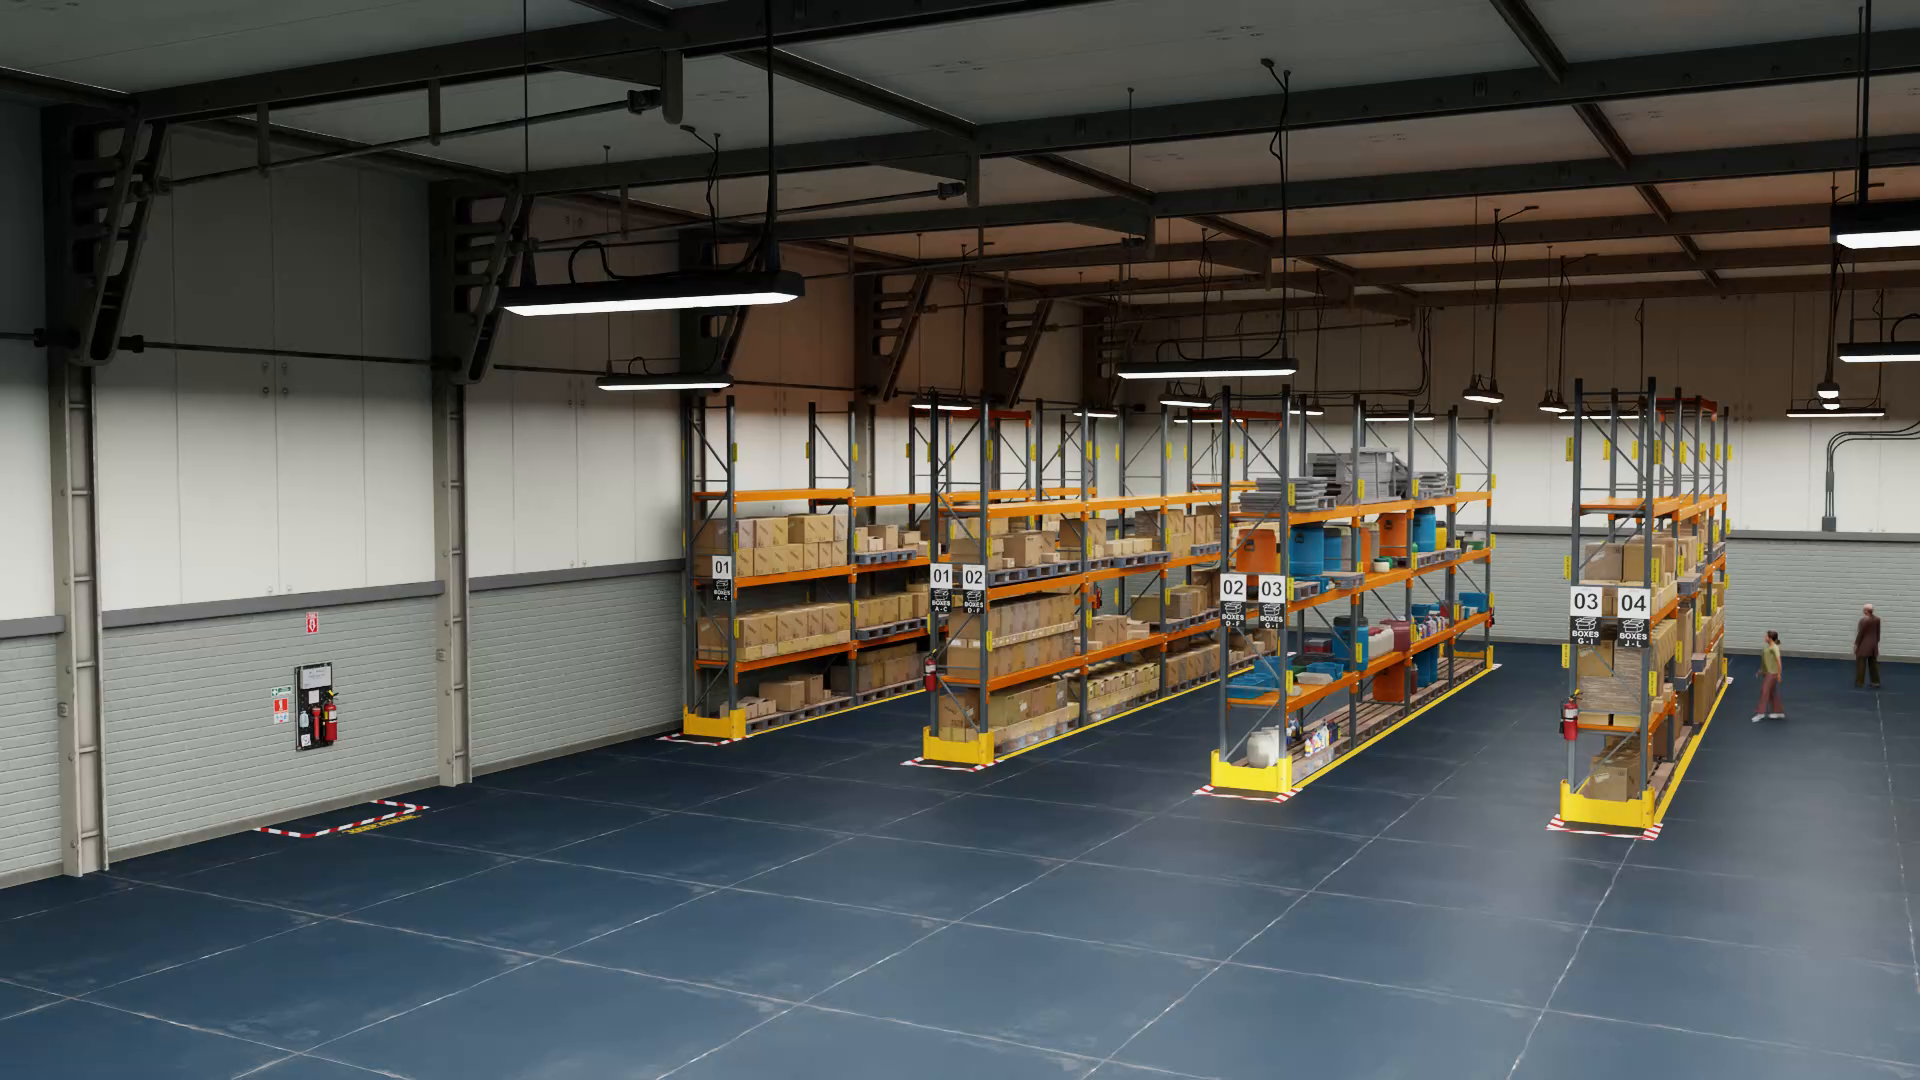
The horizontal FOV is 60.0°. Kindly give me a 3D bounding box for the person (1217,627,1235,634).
[{"bbox_3d":[6.773,1.927,42.376,0.710,1.768,0.365,-1,3,-14],"label":"person"}]

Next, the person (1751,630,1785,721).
[{"bbox_3d":[15.127,2.535,31.158,0.742,1.690,0.519,0,3,-6],"label":"person"}]

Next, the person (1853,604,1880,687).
[{"bbox_3d":[19.288,2.249,35.423,0.641,1.797,0.431,-1,3,-22],"label":"person"}]
